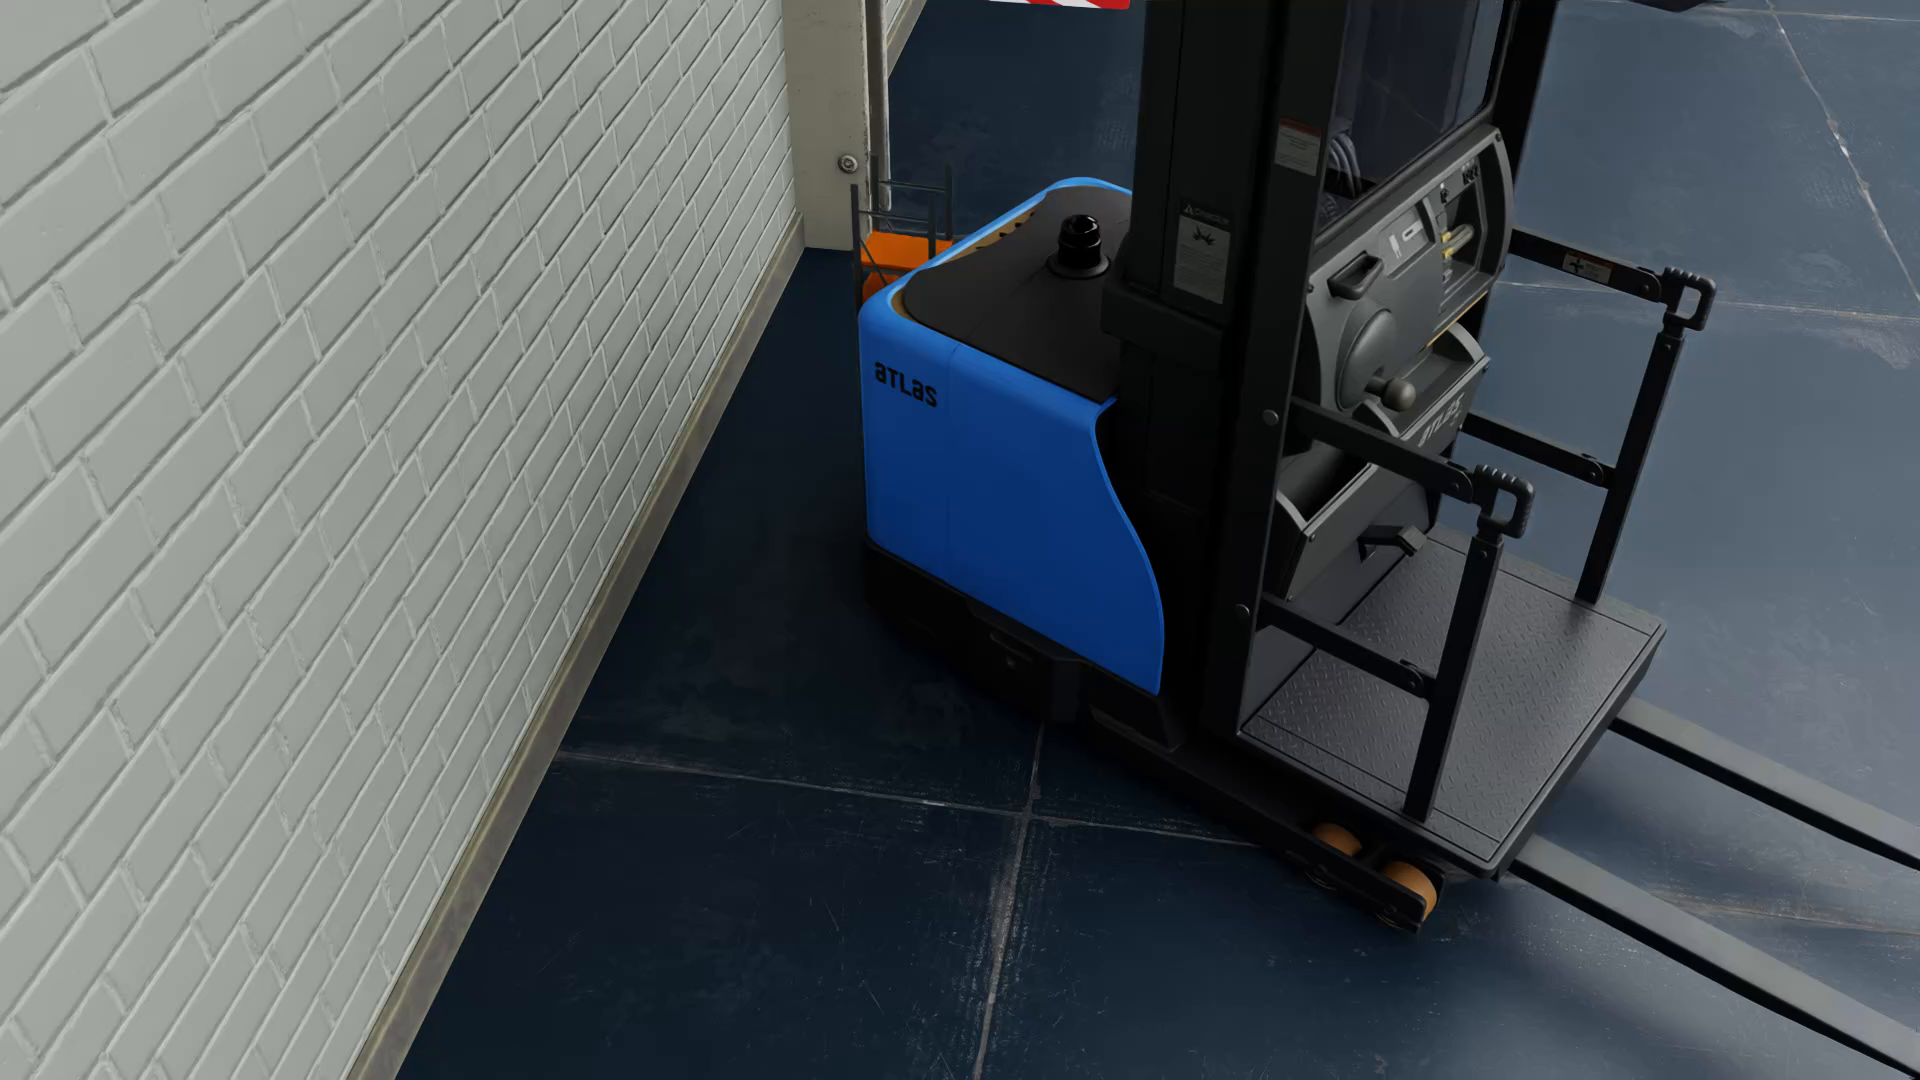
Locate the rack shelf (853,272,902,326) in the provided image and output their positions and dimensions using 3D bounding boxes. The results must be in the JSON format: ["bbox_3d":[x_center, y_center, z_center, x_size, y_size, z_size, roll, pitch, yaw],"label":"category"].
[{"bbox_3d":[-0.160,-0.698,4.846,0.258,0.103,0.180,10,41,12],"label":"rack shelf"}]

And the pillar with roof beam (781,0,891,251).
[{"bbox_3d":[3.768,-4.282,3.367,9.100,9.000,0.400,6,40,8],"label":"pillar with roof beam"}]

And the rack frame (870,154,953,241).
[{"bbox_3d":[-0.136,-0.604,5.039,0.240,1.200,0.006,10,41,12],"label":"rack frame"}]

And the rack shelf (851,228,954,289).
[{"bbox_3d":[-0.160,-0.791,4.769,0.258,0.103,0.180,10,41,12],"label":"rack shelf"}]

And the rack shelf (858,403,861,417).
[{"bbox_3d":[-0.160,-0.421,5.075,0.258,0.103,0.180,10,41,12],"label":"rack shelf"}]

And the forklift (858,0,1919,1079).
[{"bbox_3d":[1.179,-0.558,3.625,3.031,2.935,1.130,27,47,29],"label":"forklift"}]

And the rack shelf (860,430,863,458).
[{"bbox_3d":[-0.160,-0.328,5.152,0.258,0.103,0.180,10,41,12],"label":"rack shelf"}]

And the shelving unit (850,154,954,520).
[{"bbox_3d":[-0.160,-0.547,4.970,0.258,1.200,0.189,10,41,12],"label":"shelving unit"}]

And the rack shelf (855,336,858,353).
[{"bbox_3d":[-0.160,-0.606,4.922,0.258,0.103,0.180,10,41,12],"label":"rack shelf"}]

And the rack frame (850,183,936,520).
[{"bbox_3d":[-0.183,-0.491,4.902,0.240,1.200,0.006,10,41,12],"label":"rack frame"}]

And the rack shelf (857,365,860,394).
[{"bbox_3d":[-0.160,-0.513,4.999,0.258,0.103,0.180,10,41,12],"label":"rack shelf"}]
